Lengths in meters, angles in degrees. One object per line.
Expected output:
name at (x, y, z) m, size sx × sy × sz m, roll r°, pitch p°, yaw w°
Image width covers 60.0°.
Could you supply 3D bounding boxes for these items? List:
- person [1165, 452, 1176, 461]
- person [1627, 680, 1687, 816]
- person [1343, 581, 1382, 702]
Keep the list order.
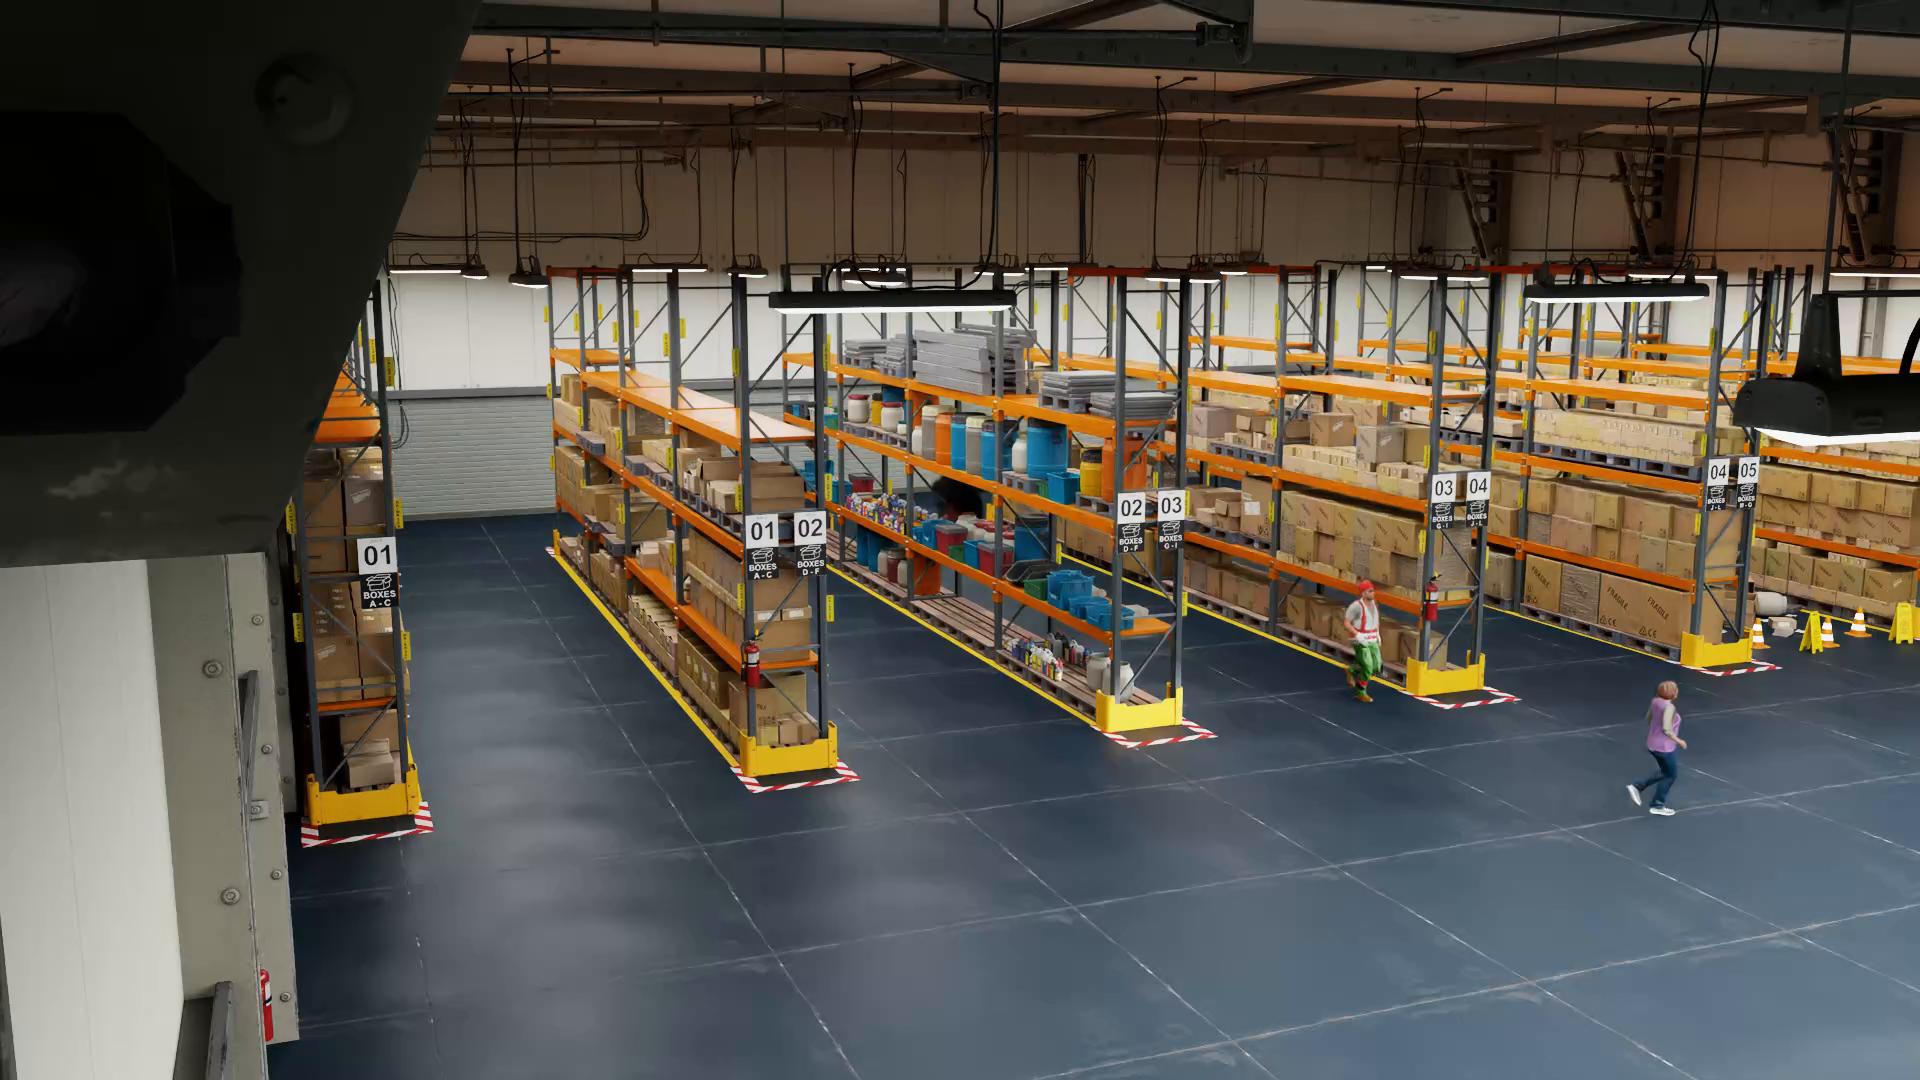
person at (5.189, -1.652, 41.284) m, size 0.584 × 1.667 × 0.716 m, roll -6°, pitch 12°, yaw -31°
person at (7.857, 2.346, 18.718) m, size 0.544 × 1.567 × 0.559 m, roll 0°, pitch 10°, yaw 2°
person at (5.685, 1.415, 23.562) m, size 0.670 × 1.731 × 0.628 m, roll -7°, pitch 12°, yaw -33°
